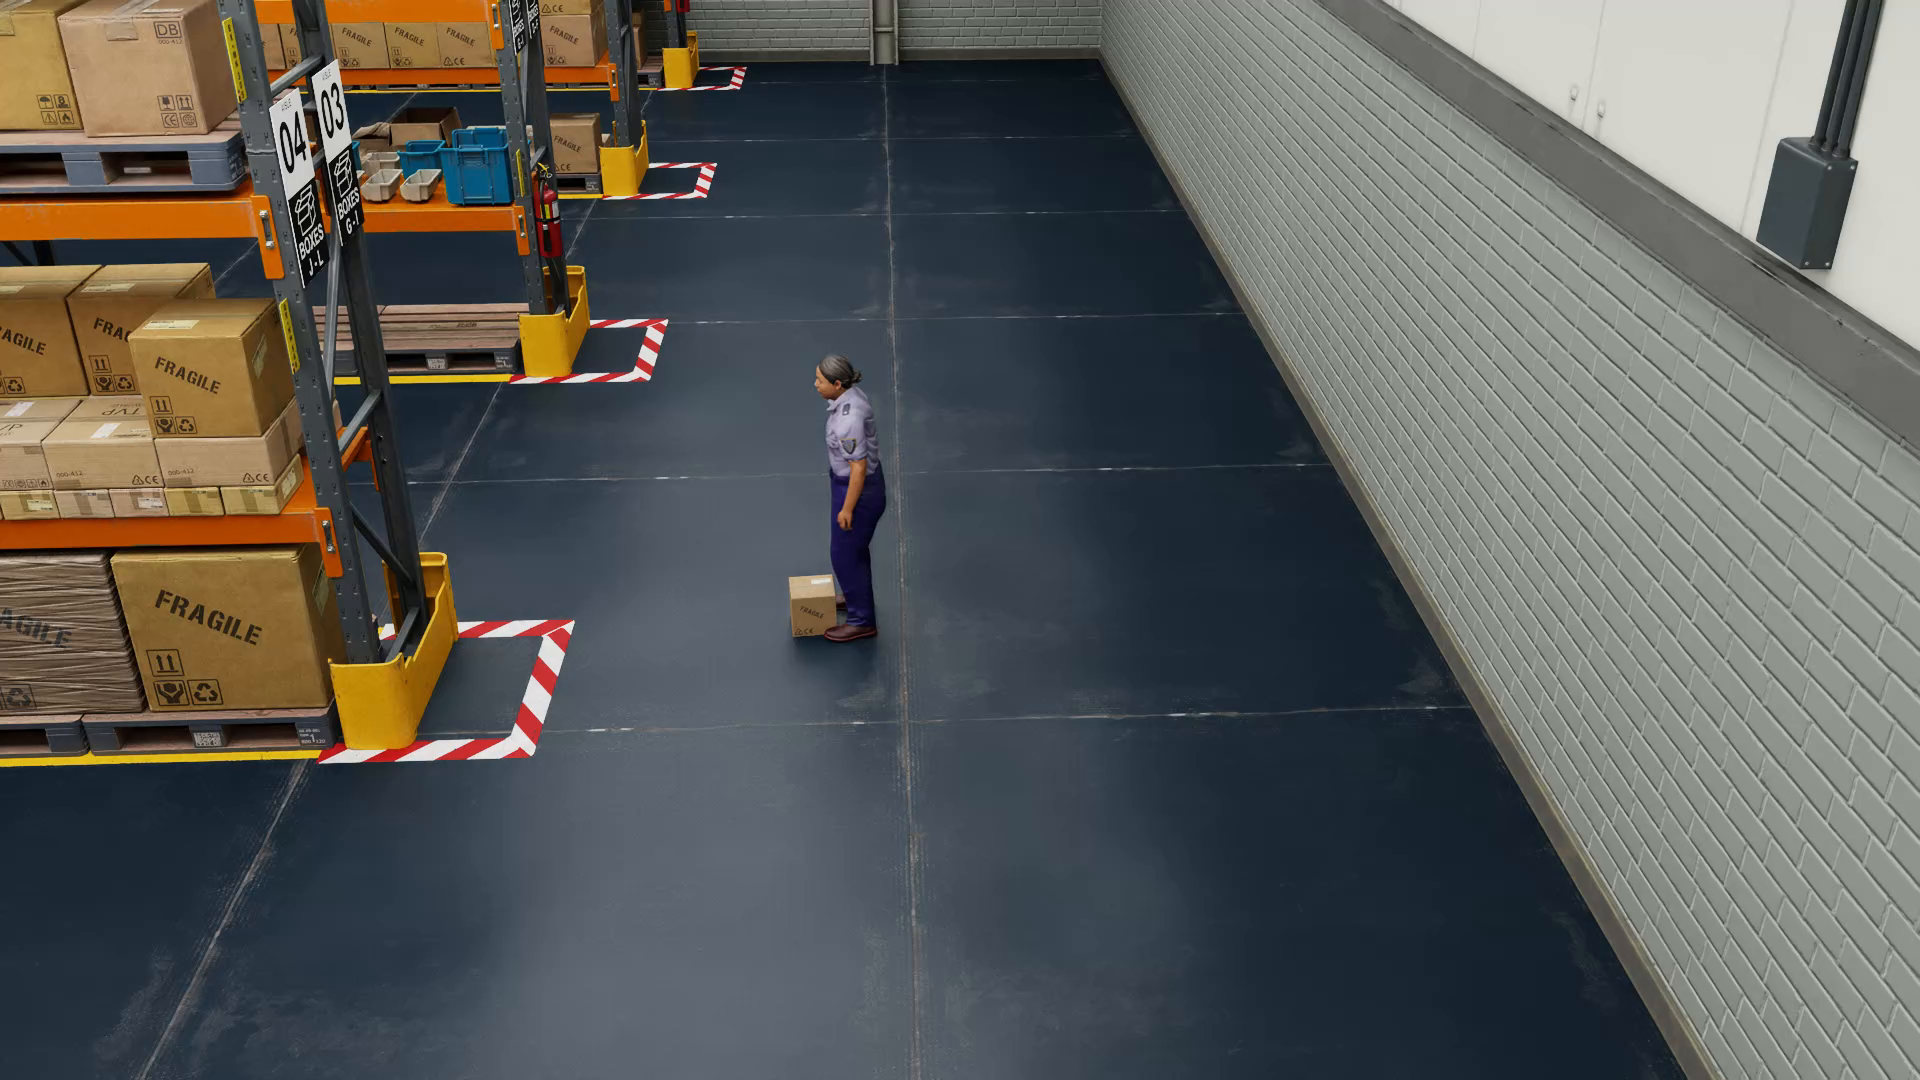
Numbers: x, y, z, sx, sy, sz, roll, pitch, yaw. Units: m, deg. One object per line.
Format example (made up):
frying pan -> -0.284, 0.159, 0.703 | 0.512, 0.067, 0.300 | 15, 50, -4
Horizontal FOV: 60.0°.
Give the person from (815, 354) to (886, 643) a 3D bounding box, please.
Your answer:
person -> -0.593, -0.256, 9.115 | 0.373, 1.651, 0.537 | -2, 28, -3
